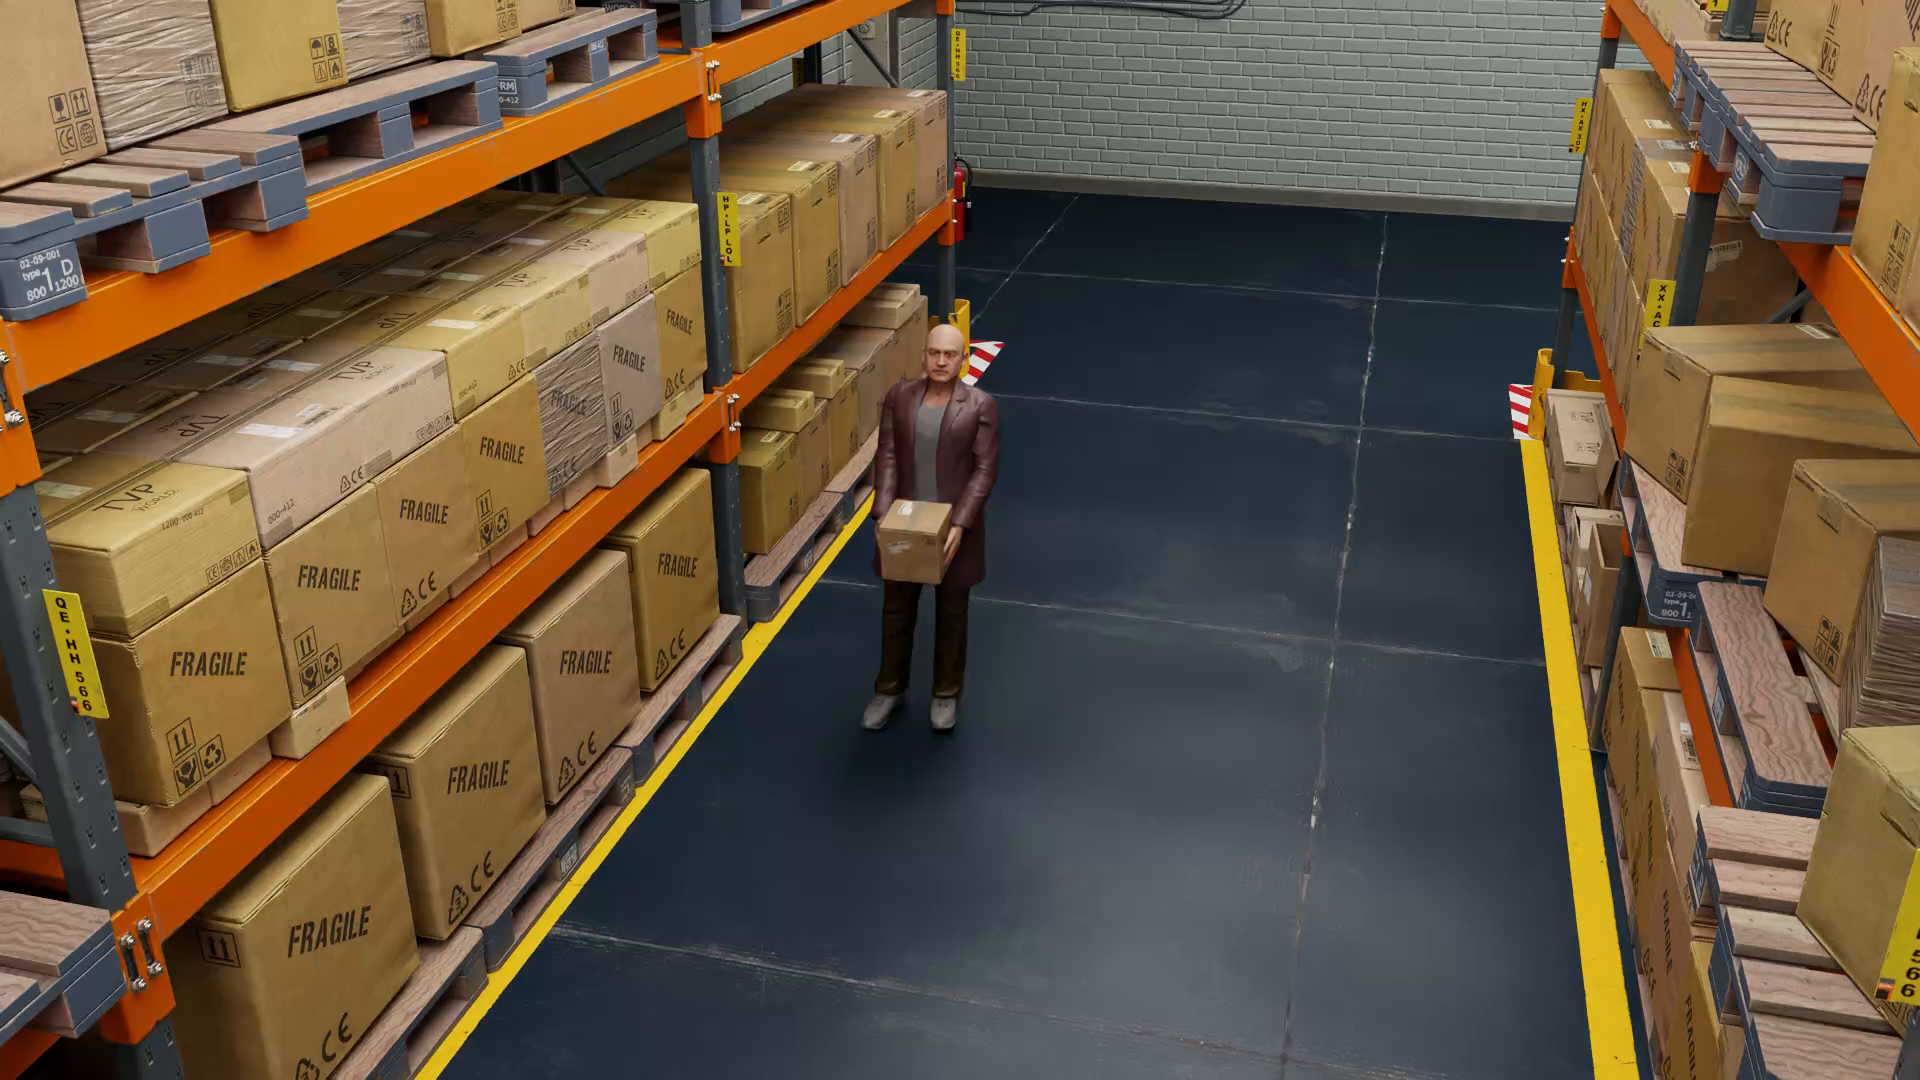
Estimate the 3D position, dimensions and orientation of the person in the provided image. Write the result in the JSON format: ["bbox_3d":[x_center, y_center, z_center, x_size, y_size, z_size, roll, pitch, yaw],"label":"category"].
[{"bbox_3d":[-0.126,-0.025,7.173,0.557,1.780,0.529,6,26,13],"label":"person"}]
